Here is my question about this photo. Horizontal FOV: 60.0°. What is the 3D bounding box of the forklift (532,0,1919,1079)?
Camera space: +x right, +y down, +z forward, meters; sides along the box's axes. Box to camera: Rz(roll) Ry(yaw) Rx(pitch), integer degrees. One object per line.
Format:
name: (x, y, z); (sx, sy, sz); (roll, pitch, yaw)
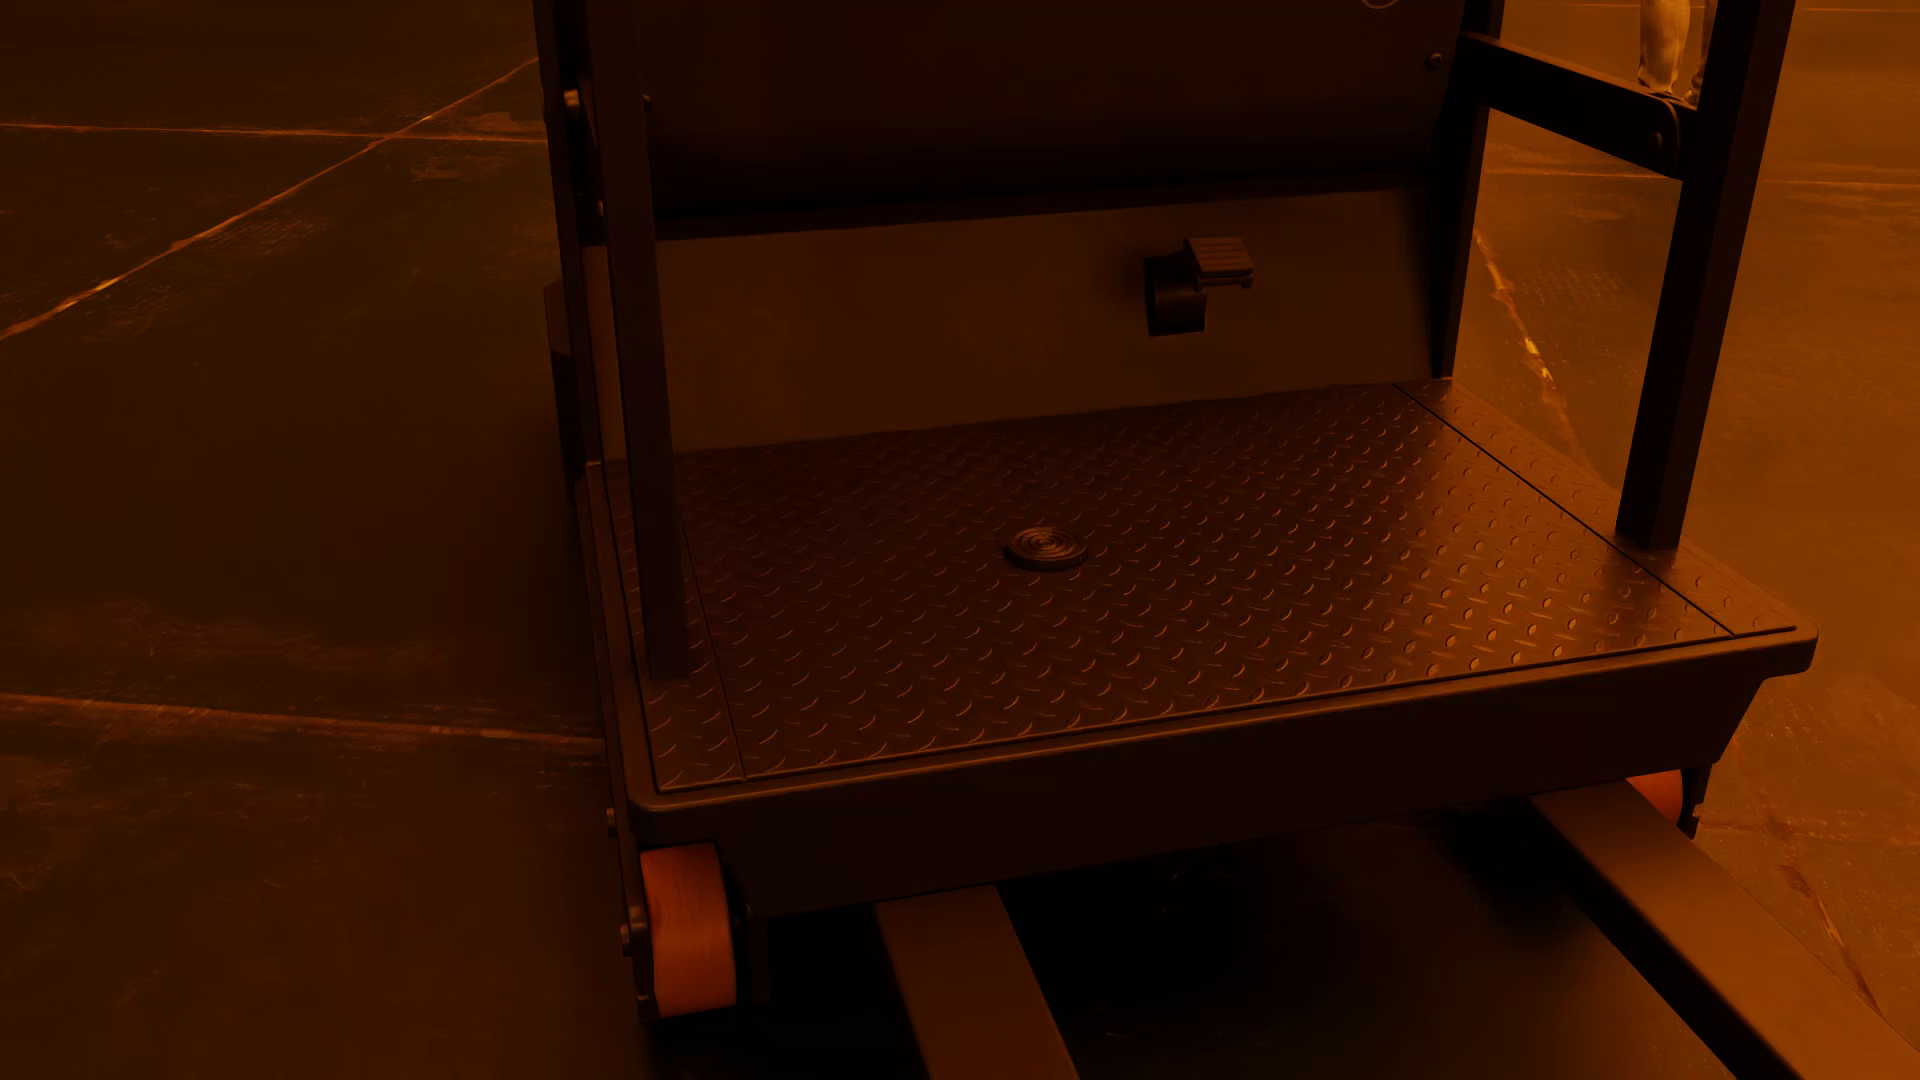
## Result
forklift: (0.153, -1.049, 1.319); (1.130, 2.935, 3.031); (-7, 27, -13)

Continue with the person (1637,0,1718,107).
person: (2.058, -2.007, 4.609); (0.588, 1.694, 0.531); (0, 27, 0)
